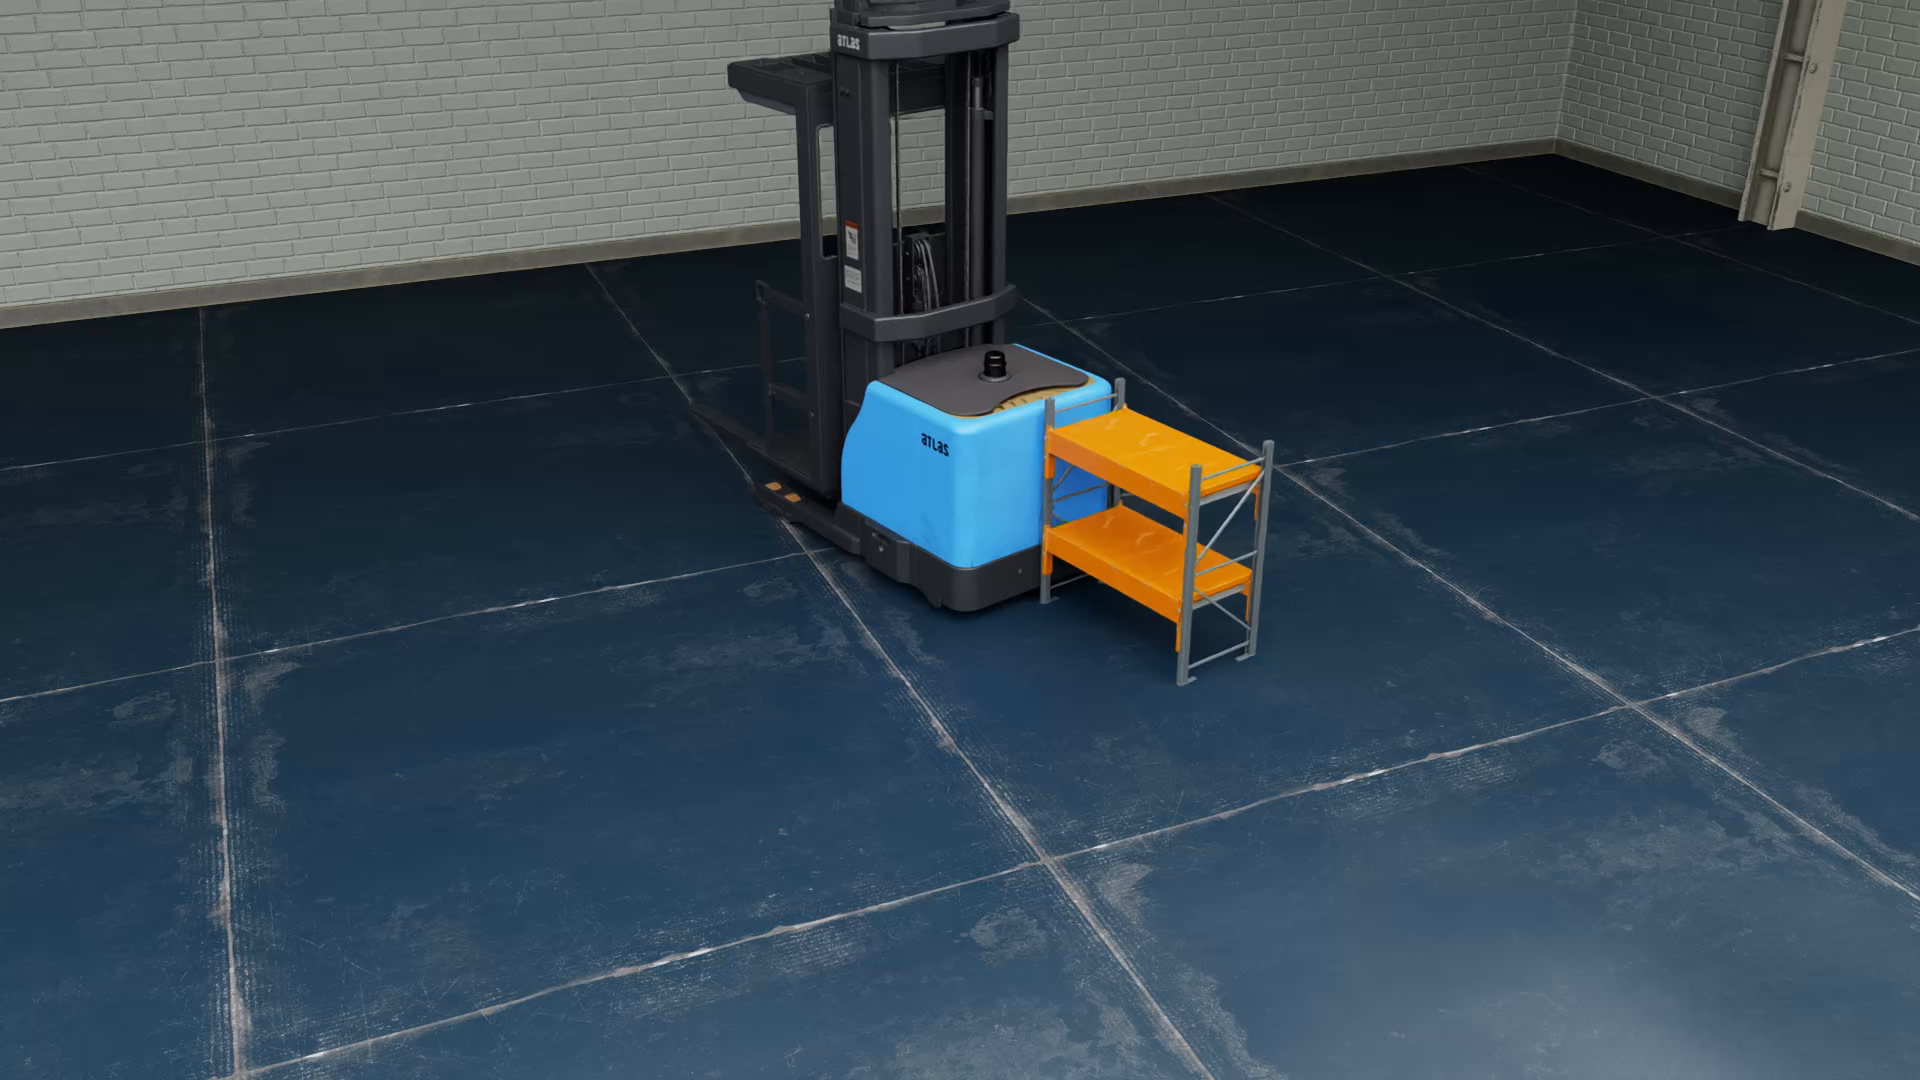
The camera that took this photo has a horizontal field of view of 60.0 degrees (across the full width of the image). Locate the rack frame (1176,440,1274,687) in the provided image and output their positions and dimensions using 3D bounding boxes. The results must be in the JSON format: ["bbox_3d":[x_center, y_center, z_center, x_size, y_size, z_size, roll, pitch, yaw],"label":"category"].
[{"bbox_3d":[1.230,0.116,7.731,0.500,1.125,0.032,-18,31,-33],"label":"rack frame"}]

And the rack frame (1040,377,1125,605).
[{"bbox_3d":[0.621,-0.241,8.462,0.500,1.125,0.032,-18,31,-33],"label":"rack frame"}]

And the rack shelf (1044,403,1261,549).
[{"bbox_3d":[0.925,-0.326,7.968,0.538,0.278,1.000,-18,31,-33],"label":"rack shelf"}]

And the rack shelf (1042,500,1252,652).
[{"bbox_3d":[0.925,0.157,8.204,0.538,0.278,1.000,-18,31,-33],"label":"rack shelf"}]

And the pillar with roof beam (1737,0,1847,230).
[{"bbox_3d":[3.398,-6.195,11.682,9.100,9.000,0.400,-11,28,-21],"label":"pillar with roof beam"}]

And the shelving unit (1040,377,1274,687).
[{"bbox_3d":[0.925,-0.063,8.096,0.538,1.125,1.048,-18,31,-33],"label":"shelving unit"}]

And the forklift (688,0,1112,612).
[{"bbox_3d":[-0.517,-1.537,9.056,1.130,2.935,3.031,-19,32,-34],"label":"forklift"}]
